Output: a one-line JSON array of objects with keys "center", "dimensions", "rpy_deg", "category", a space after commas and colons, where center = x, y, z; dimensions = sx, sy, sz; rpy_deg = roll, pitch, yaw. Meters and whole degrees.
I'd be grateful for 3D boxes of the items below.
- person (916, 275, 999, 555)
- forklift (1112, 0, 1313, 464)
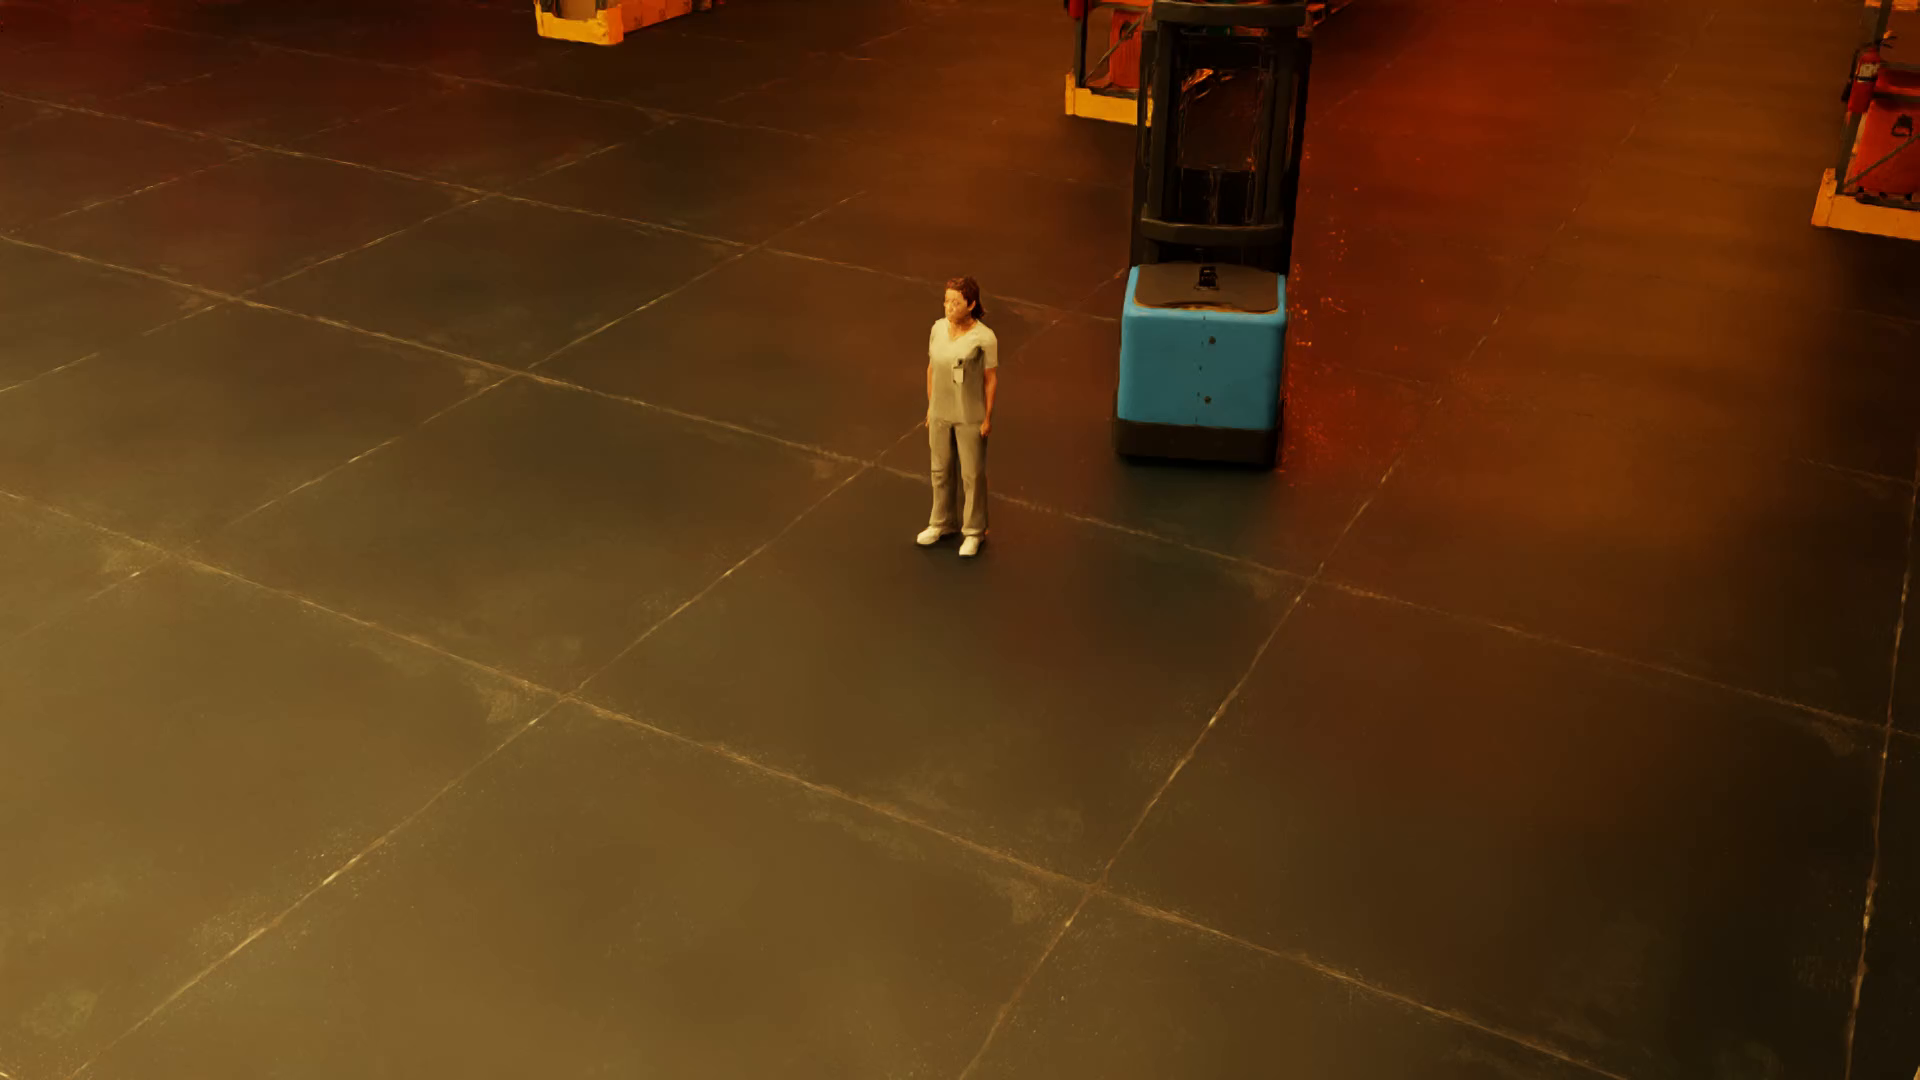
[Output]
[{"center": [-0.003, -0.720, 9.578], "dimensions": [0.432, 1.673, 0.365], "rpy_deg": [15, 33, 25], "category": "person"}, {"center": [1.746, -2.477, 11.362], "dimensions": [1.130, 2.935, 3.031], "rpy_deg": [4, 30, 8], "category": "forklift"}]
